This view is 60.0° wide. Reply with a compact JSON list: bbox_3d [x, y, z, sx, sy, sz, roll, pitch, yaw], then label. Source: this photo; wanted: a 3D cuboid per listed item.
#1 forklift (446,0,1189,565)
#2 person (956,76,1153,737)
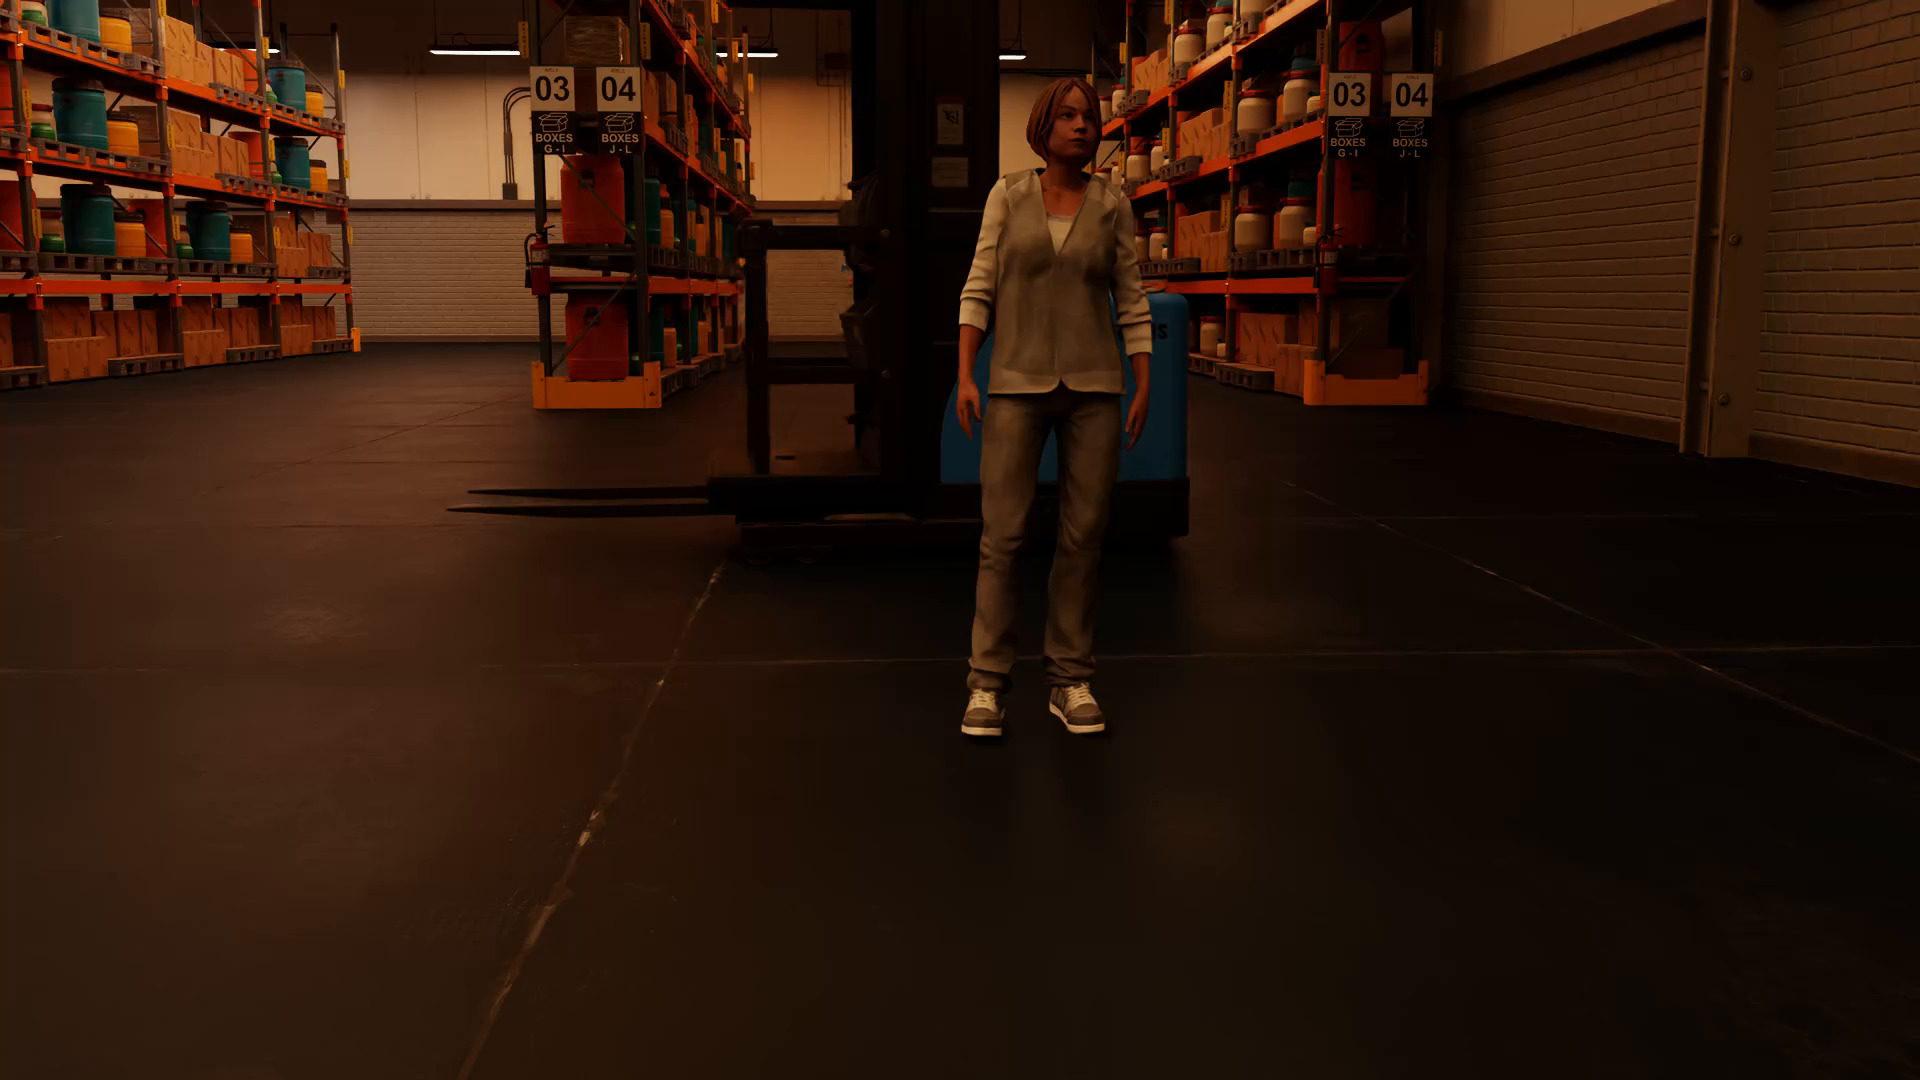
[{"bbox_3d":[-0.604,-1.435,6.993,3.031,2.935,1.130,-1,9,-9],"label":"forklift"},{"bbox_3d":[0.240,-0.330,4.106,0.499,1.610,0.437,0,8,-3],"label":"person"}]
